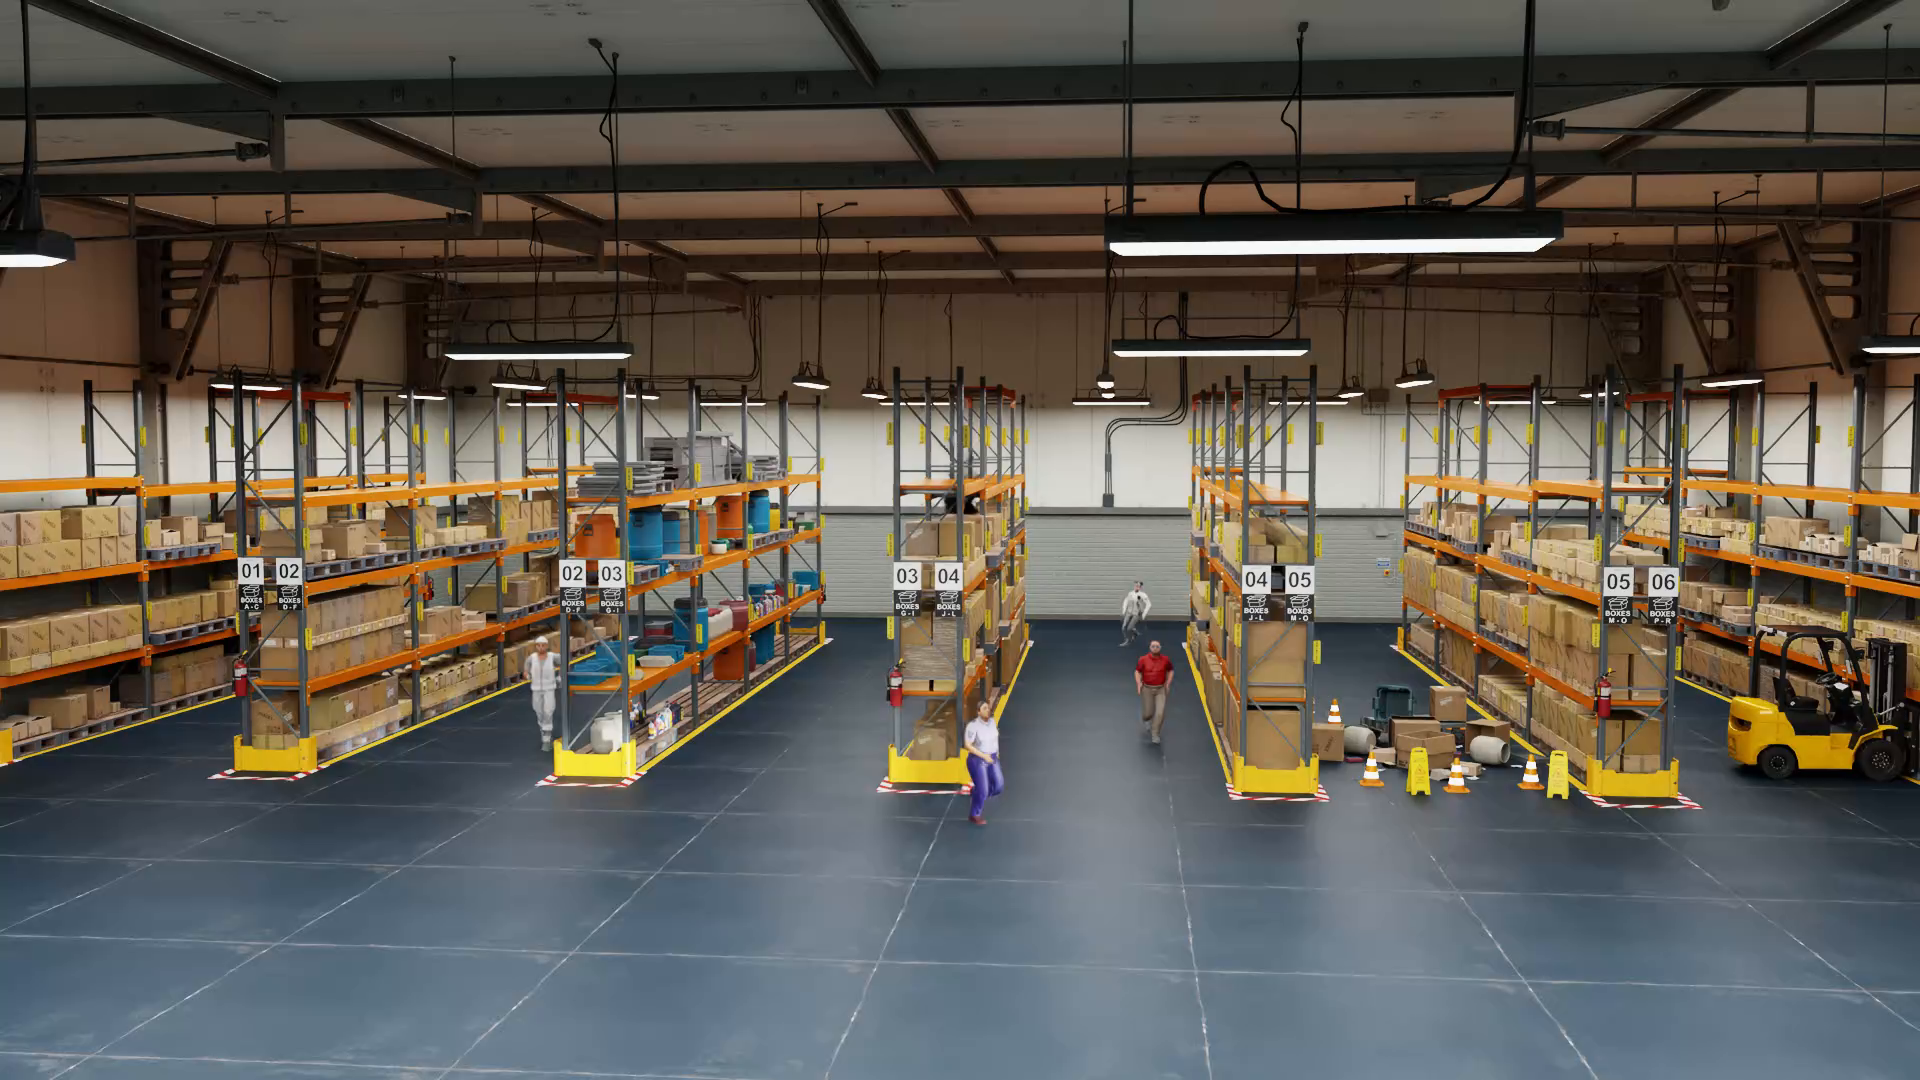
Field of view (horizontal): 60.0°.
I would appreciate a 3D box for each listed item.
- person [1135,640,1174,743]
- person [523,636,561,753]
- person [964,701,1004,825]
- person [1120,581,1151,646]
[{"bbox_3d":[3.198,2.471,27.375,0.650,1.680,0.652,0,4,0],"label":"person"},{"bbox_3d":[-6.703,2.443,26.755,0.613,1.823,0.894,0,4,-2],"label":"person"},{"bbox_3d":[0.317,2.874,21.528,0.624,1.608,0.596,-3,5,-40],"label":"person"},{"bbox_3d":[4.189,1.758,39.661,0.710,1.595,0.511,3,5,38],"label":"person"}]
